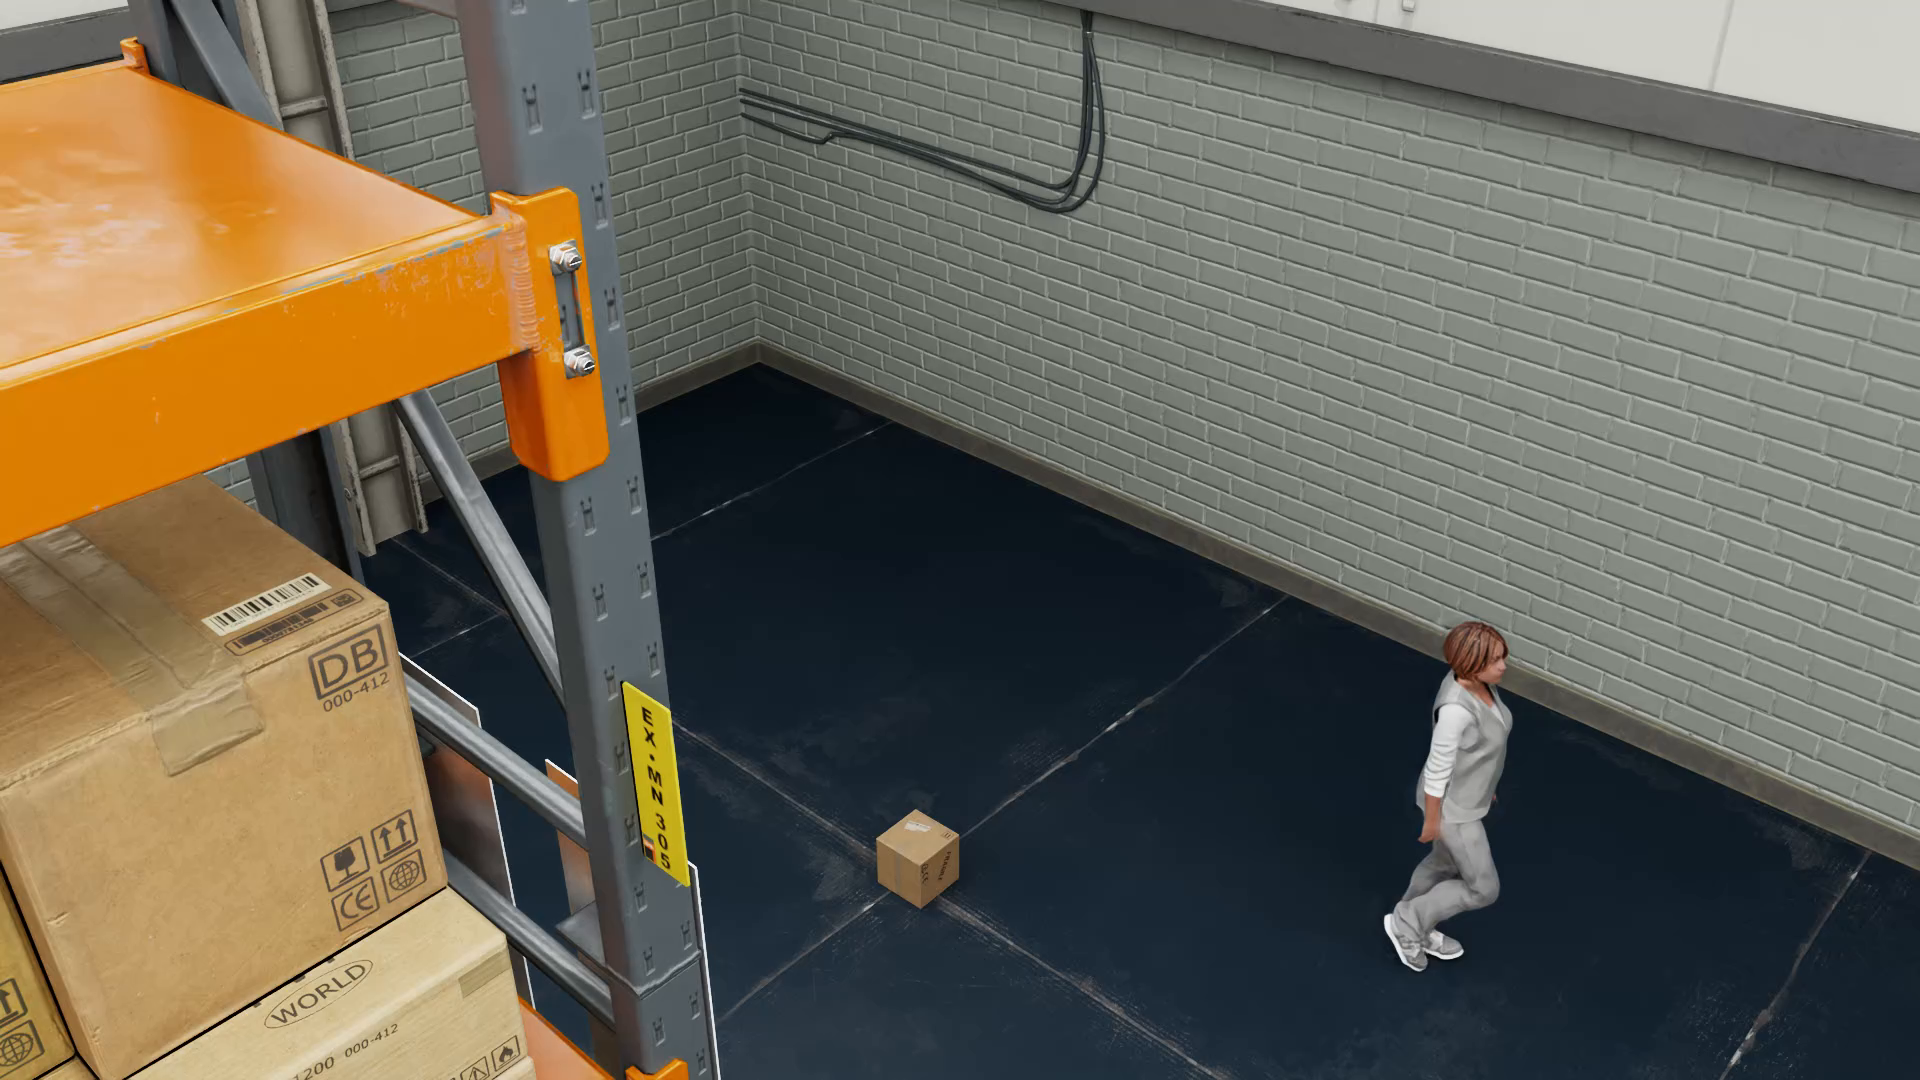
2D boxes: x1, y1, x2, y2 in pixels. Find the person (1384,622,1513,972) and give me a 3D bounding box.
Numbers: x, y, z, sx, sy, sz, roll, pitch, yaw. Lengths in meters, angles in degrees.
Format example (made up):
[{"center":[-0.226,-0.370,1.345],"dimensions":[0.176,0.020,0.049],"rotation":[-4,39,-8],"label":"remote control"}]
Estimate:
[{"center":[1.918,0.998,6.329],"dimensions":[0.399,1.589,0.411],"rotation":[14,34,21],"label":"person"}]
